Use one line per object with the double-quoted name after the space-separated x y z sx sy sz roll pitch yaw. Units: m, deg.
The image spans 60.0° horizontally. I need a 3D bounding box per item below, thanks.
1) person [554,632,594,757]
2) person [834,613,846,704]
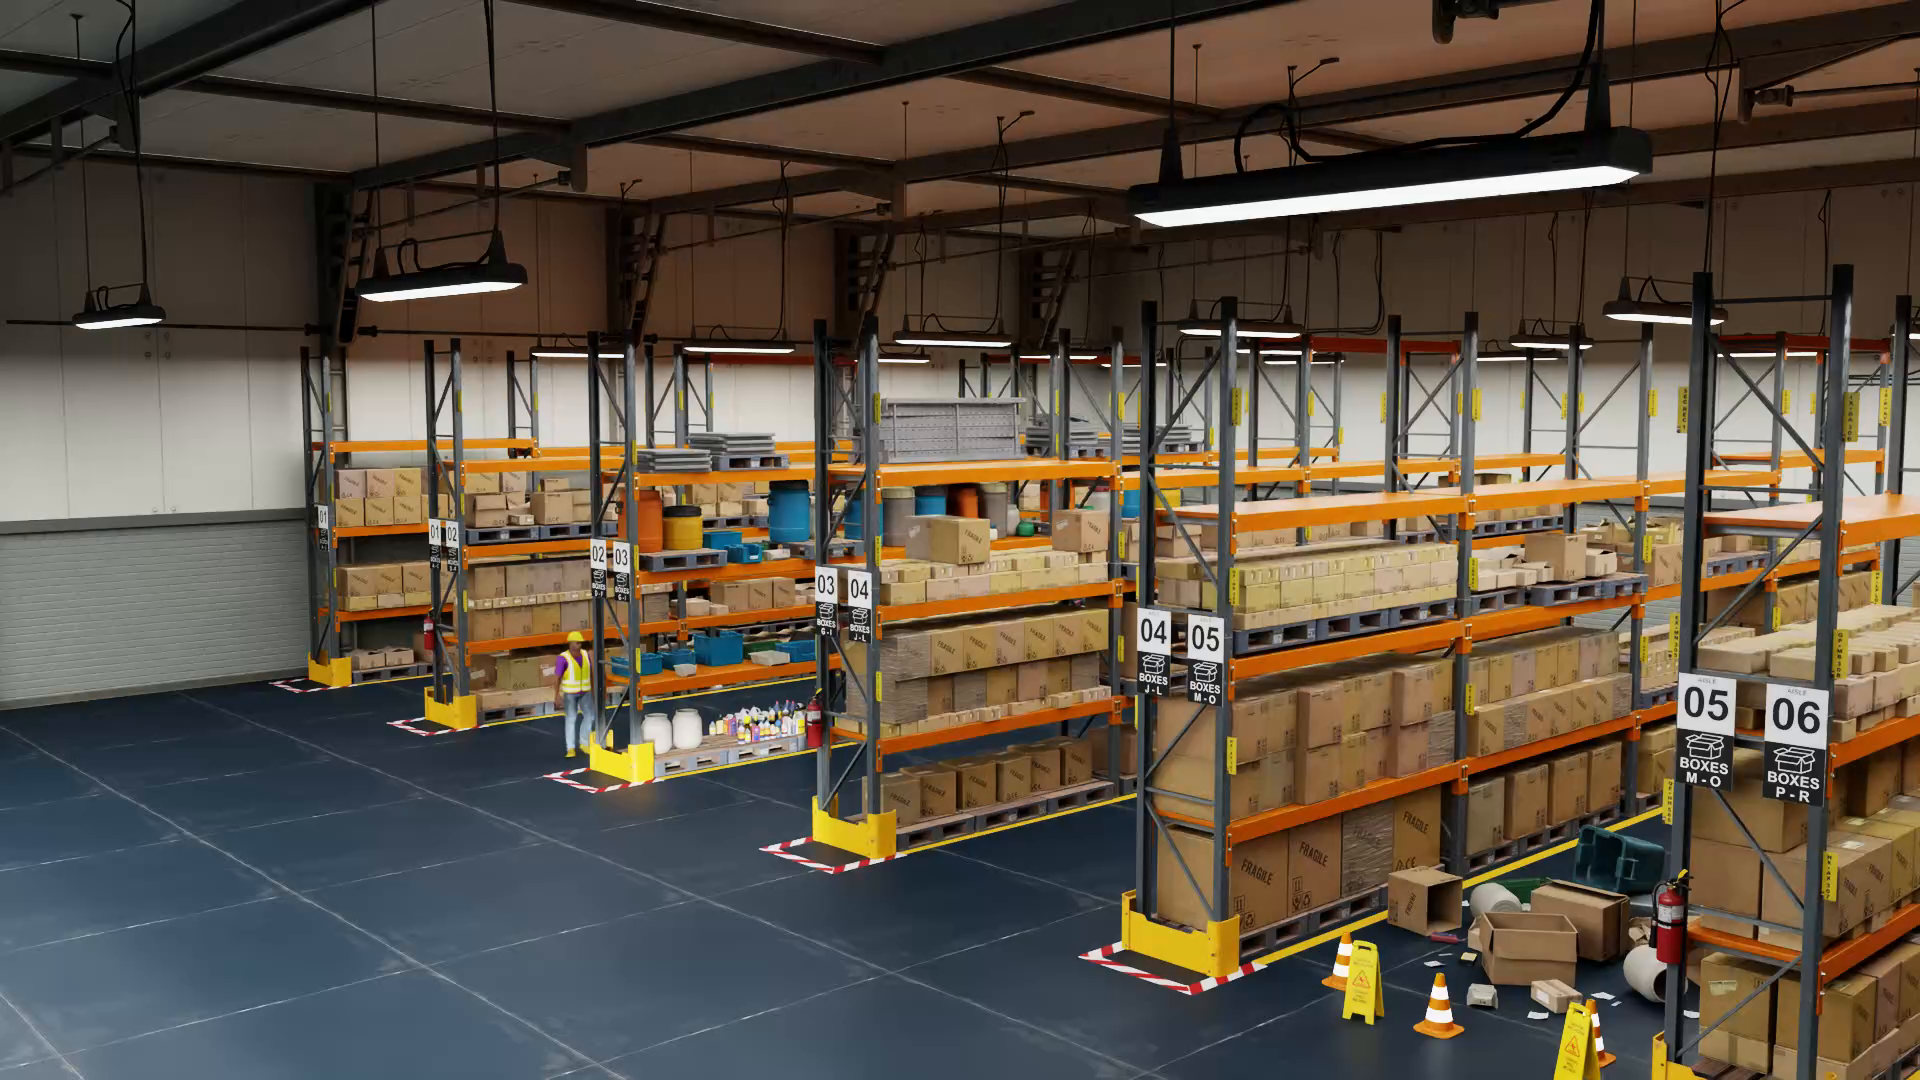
-5.496 2.228 23.828 0.672 1.839 0.400 -4 7 -41 "person"
-2.007 1.944 27.481 0.475 1.590 0.516 -2 6 -25 "person"
